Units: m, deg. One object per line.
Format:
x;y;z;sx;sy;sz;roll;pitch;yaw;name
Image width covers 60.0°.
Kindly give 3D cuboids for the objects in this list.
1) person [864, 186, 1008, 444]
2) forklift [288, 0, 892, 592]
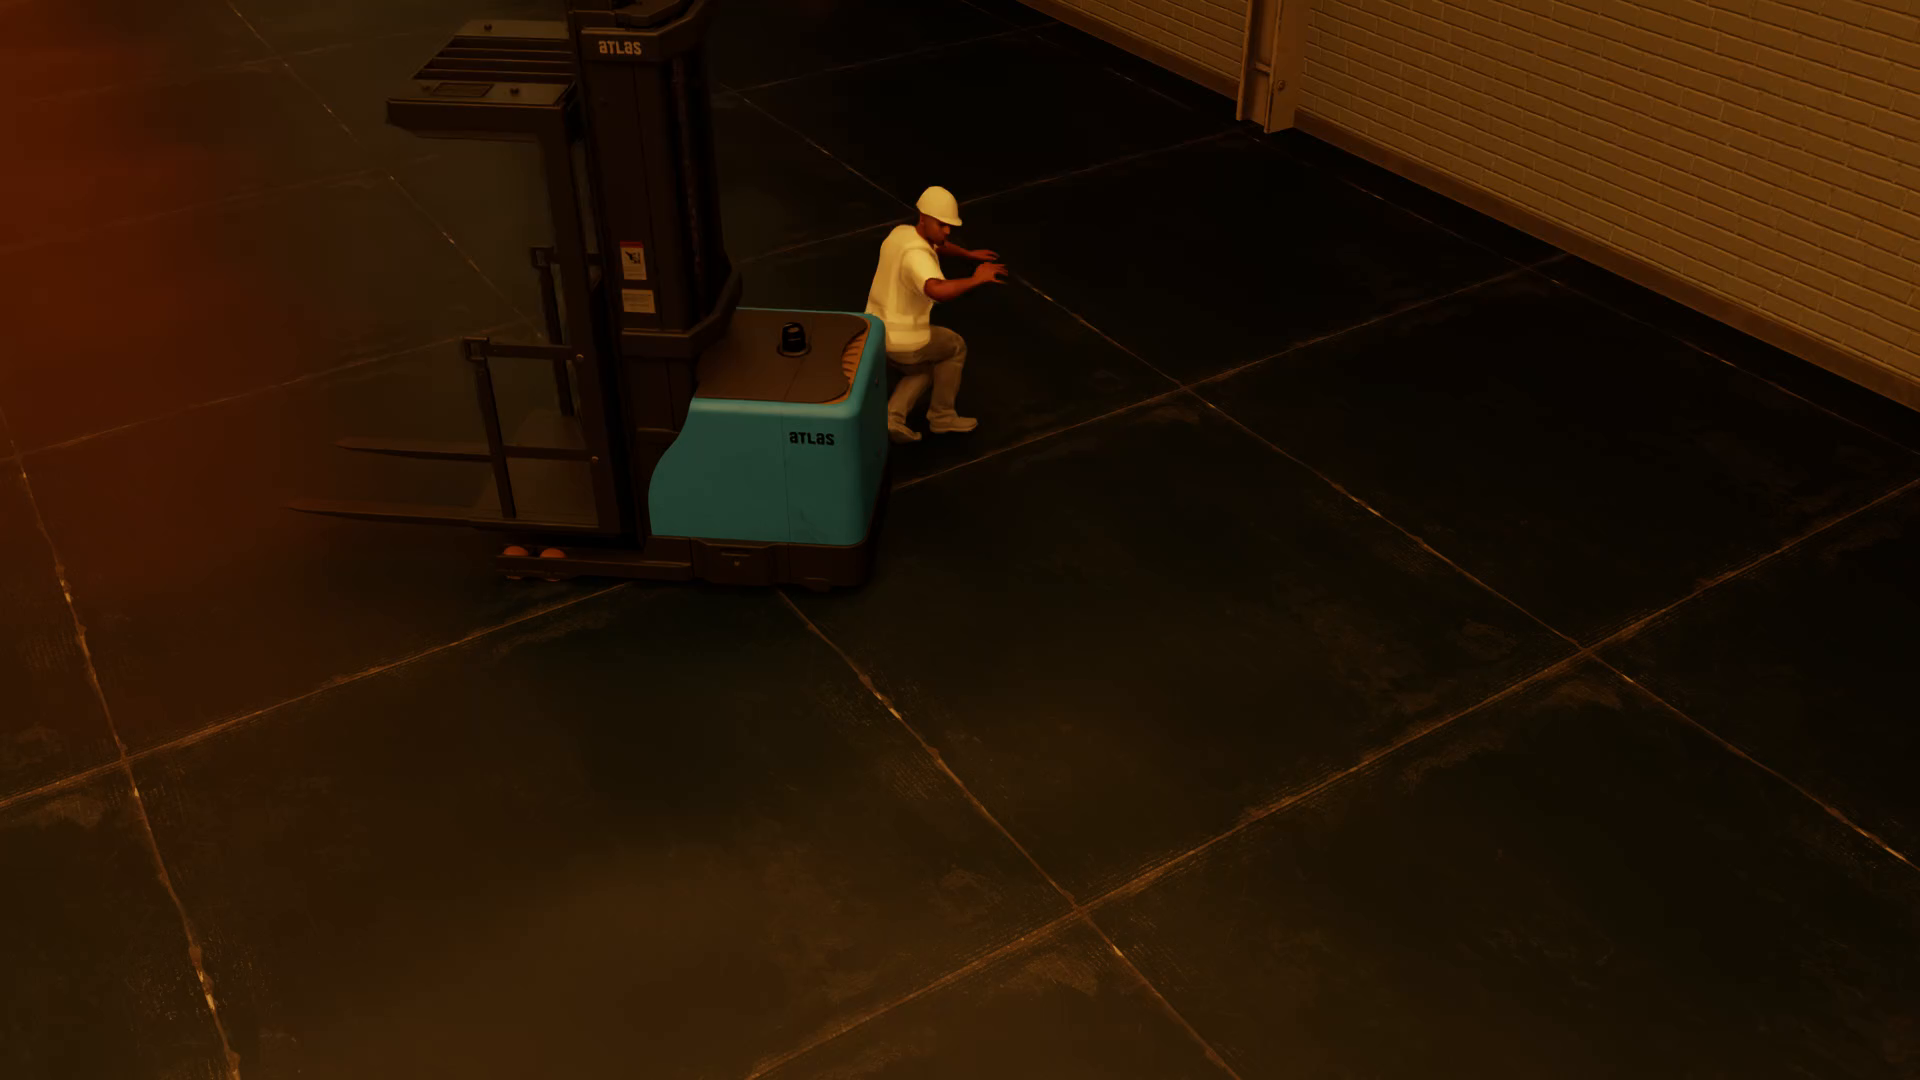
-0.025;-1.238;9.181;1.103;1.483;0.842;-28;43;-33;person
-1.918;-1.288;7.981;3.031;2.935;1.130;3;35;5;forklift
